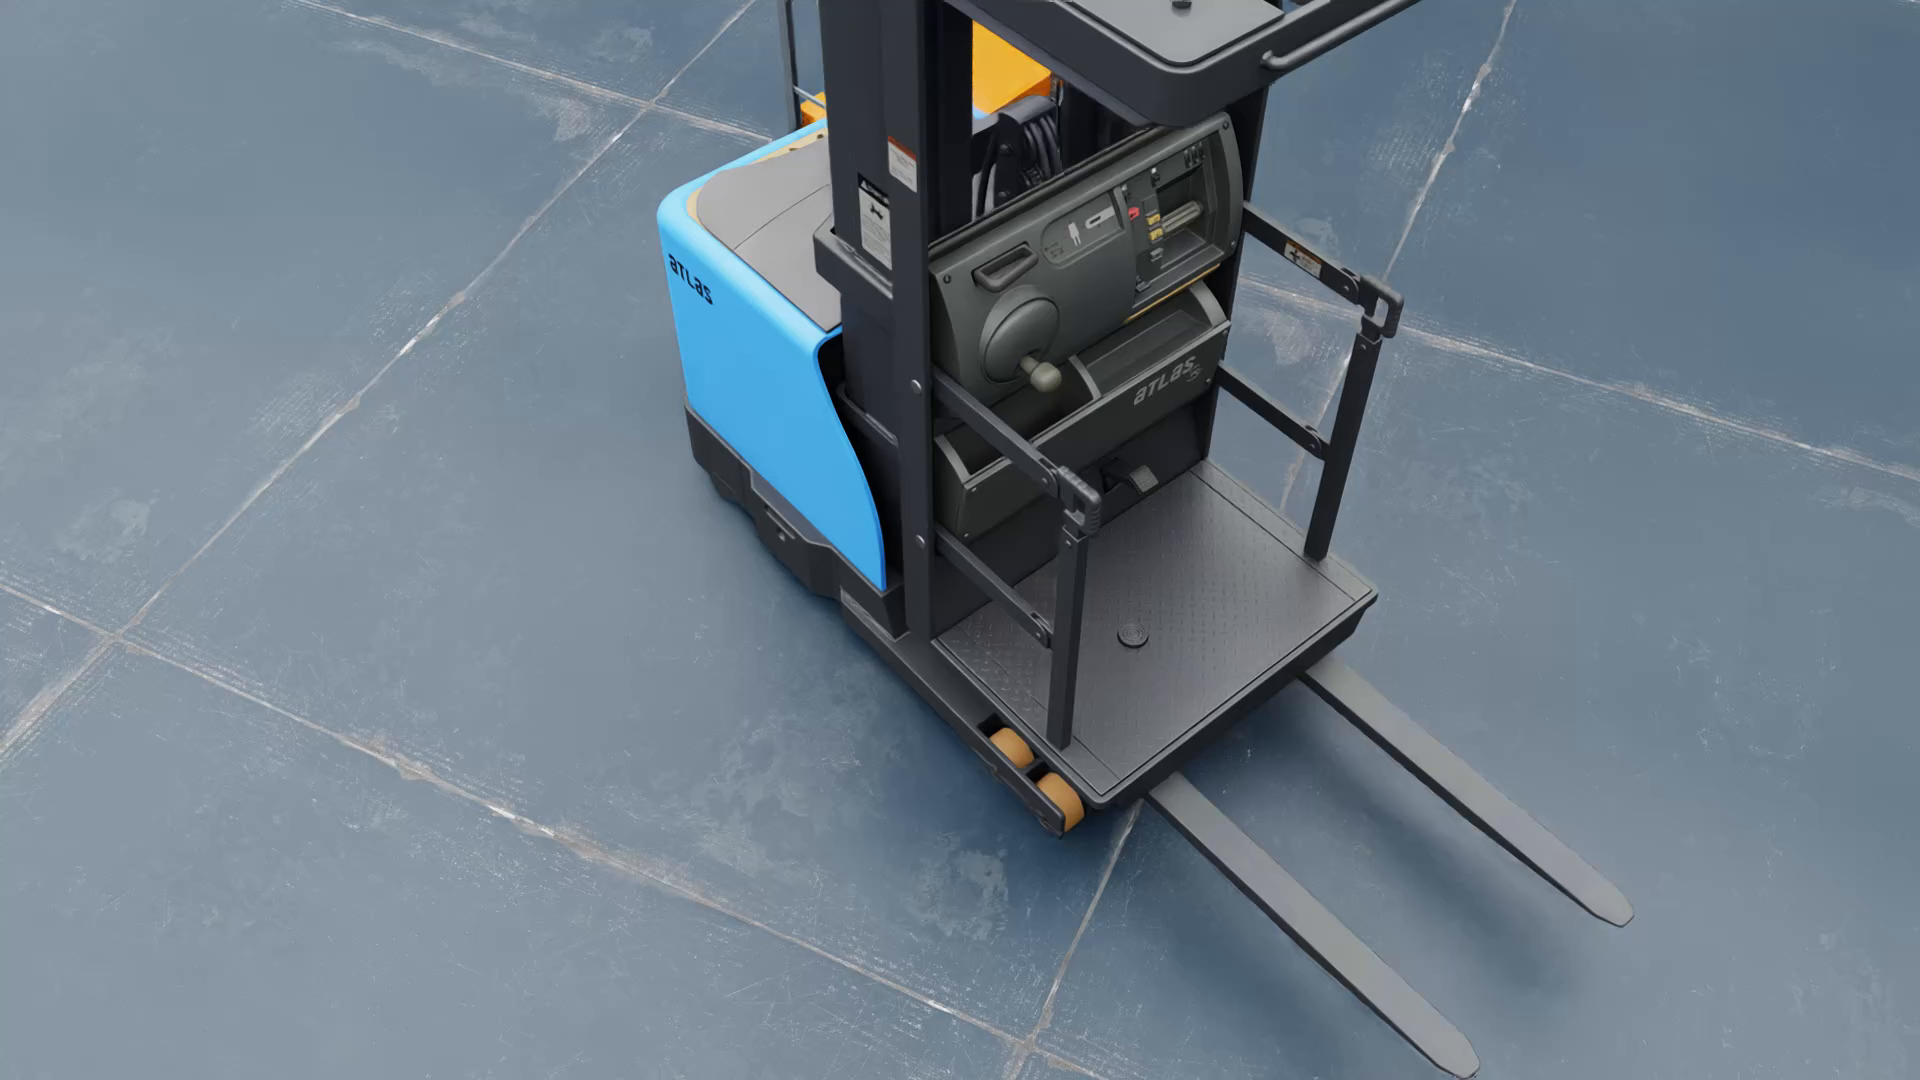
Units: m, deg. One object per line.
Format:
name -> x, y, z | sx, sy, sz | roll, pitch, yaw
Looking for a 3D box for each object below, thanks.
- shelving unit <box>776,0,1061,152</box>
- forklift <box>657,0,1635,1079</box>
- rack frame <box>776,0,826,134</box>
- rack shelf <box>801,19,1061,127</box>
shelving unit -> -0.041, -1.677, 5.692 | 0.587, 1.500, 1.083 | 35, 58, 26
forklift -> 0.462, -0.588, 3.826 | 1.130, 2.935, 3.031 | -33, 57, -25
rack frame -> -0.394, -1.388, 5.446 | 0.500, 1.500, 0.032 | 35, 58, 26
rack shelf -> -0.047, -1.555, 5.825 | 0.538, 0.185, 1.000 | 35, 58, 26
